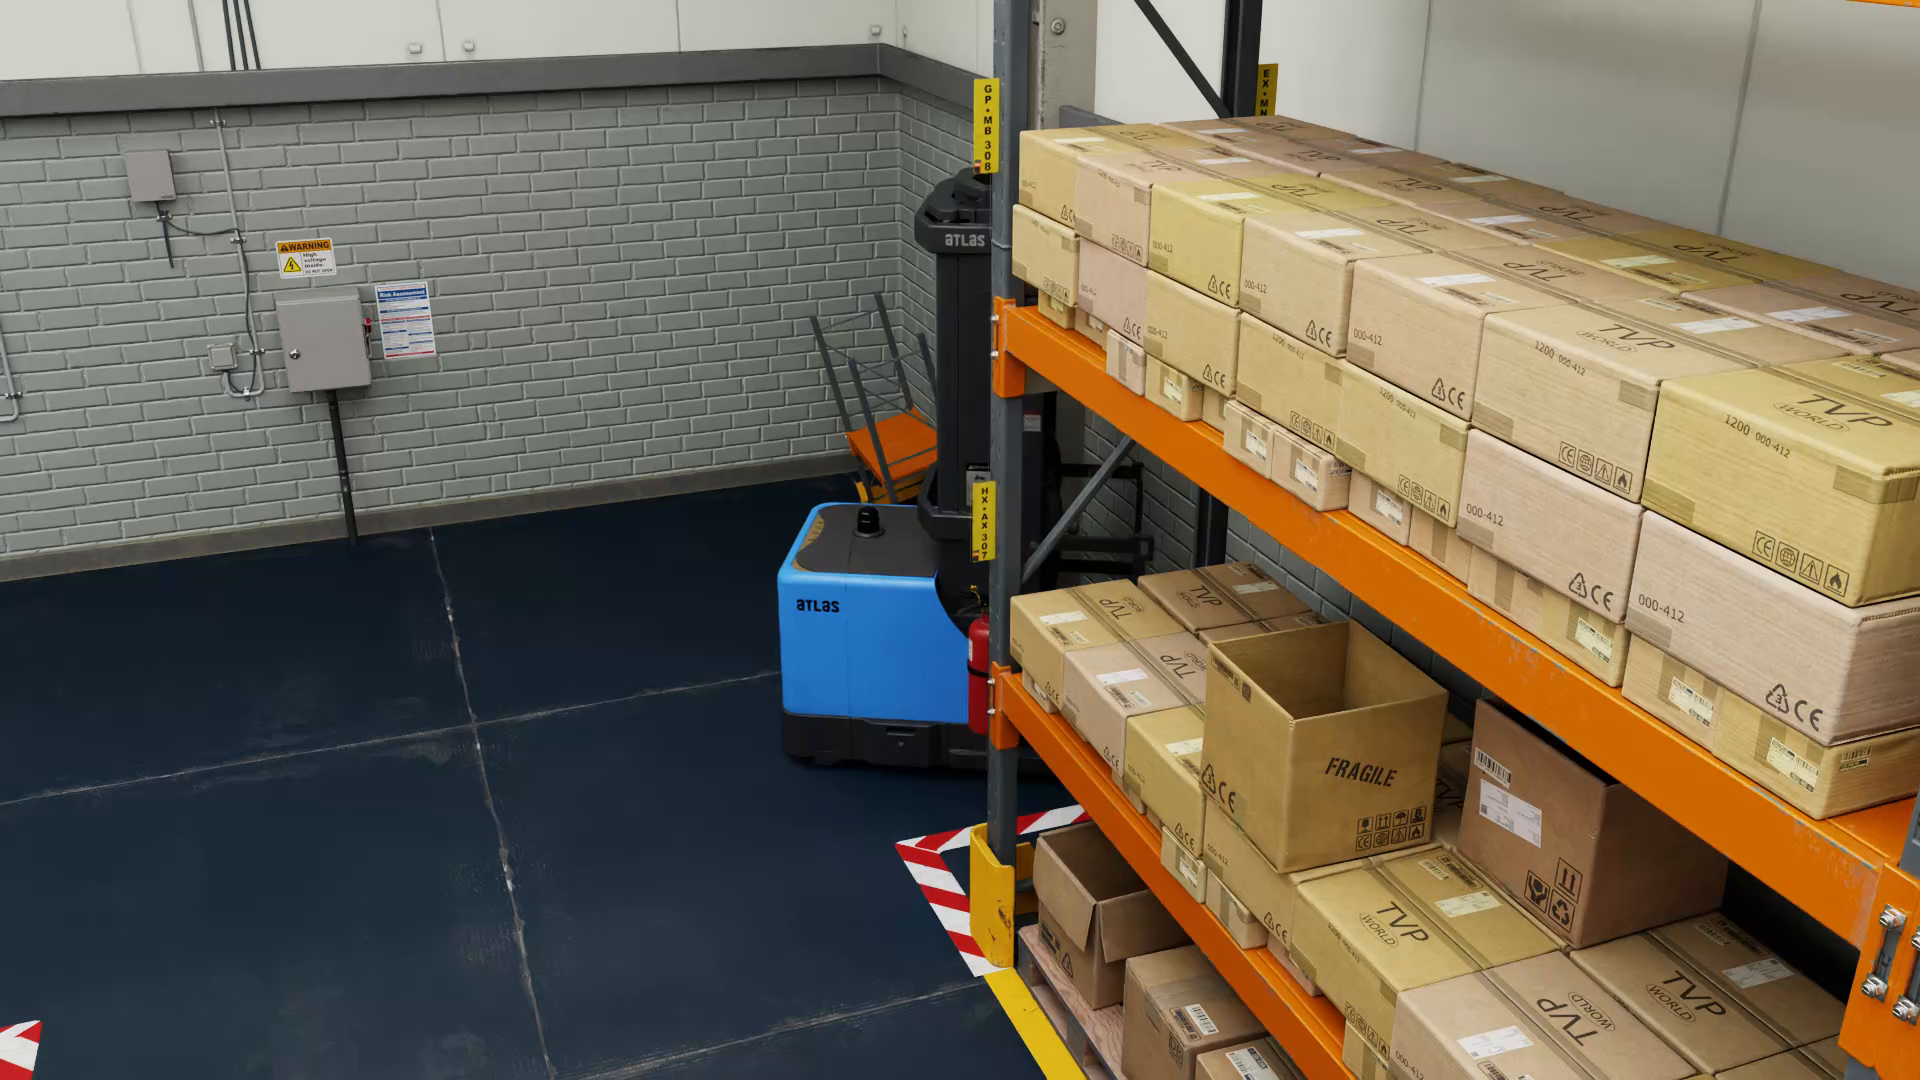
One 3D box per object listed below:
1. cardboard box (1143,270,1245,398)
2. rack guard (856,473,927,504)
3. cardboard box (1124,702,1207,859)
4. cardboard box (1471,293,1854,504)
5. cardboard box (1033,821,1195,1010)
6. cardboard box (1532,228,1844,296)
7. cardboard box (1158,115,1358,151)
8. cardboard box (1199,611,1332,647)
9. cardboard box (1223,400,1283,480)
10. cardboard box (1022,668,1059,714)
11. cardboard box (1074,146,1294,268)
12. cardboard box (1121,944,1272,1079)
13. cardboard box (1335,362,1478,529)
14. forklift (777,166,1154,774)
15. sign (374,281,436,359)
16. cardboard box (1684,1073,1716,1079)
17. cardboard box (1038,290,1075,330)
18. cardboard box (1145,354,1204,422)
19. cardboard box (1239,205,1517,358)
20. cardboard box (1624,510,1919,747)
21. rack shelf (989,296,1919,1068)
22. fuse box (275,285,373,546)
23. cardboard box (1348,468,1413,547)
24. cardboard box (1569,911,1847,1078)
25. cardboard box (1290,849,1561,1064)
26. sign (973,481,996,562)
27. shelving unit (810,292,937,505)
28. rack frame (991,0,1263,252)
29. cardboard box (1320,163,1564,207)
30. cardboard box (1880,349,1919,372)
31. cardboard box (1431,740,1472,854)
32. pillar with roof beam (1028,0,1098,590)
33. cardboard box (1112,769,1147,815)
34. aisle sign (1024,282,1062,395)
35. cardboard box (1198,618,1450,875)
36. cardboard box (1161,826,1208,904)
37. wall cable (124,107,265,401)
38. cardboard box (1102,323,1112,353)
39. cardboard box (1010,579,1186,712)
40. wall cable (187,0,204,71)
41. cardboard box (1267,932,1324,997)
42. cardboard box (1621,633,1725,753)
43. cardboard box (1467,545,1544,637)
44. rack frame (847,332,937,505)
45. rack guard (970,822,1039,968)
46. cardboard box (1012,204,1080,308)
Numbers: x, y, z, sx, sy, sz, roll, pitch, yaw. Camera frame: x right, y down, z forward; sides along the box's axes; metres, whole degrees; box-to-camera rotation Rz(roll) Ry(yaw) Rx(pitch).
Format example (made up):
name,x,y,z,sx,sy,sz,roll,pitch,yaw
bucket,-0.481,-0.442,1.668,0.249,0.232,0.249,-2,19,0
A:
name,x,y,z,sx,sy,sz,roll,pitch,yaw
cardboard box,0.873,-0.629,4.828,0.500,0.250,0.500,-9,25,-21
rack guard,-0.414,-0.372,11.624,0.587,0.250,0.087,-21,27,-10
cardboard box,0.873,0.754,5.409,0.500,0.250,0.500,-9,24,-20
cardboard box,1.426,-0.307,3.422,0.500,0.250,0.500,-9,24,-20
cardboard box,0.732,1.445,6.632,0.797,0.503,0.637,-9,25,-21
cardboard box,1.731,-0.563,4.029,0.500,0.250,0.500,-9,24,-20
cardboard box,1.022,-1.304,5.786,0.500,0.250,0.500,-9,24,-20
cardboard box,1.196,0.504,6.003,0.500,0.250,0.500,-8,24,-19
cardboard box,0.950,-0.295,4.550,0.380,0.149,0.250,-8,24,-19
cardboard box,0.464,0.526,6.463,0.380,0.149,0.250,-9,24,-19
cardboard box,0.688,-1.044,5.170,0.500,0.250,0.500,-9,24,-19
cardboard box,0.997,1.763,5.883,0.700,0.500,0.500,-7,24,-17
cardboard box,1.249,-0.260,3.952,0.500,0.250,0.500,-8,24,-18
forklift,0.641,-0.323,8.243,3.031,2.935,1.130,3,23,6
sign,-3.646,-1.444,10.937,0.329,0.494,0.001,-8,24,-19
cardboard box,1.609,1.487,3.670,0.500,0.250,0.500,-8,24,-18
cardboard box,0.499,-0.865,5.903,0.380,0.149,0.250,-8,24,-18
cardboard box,0.782,-0.479,4.987,0.380,0.149,0.250,-8,24,-19
cardboard box,1.068,-0.680,4.305,0.500,0.250,0.500,-8,24,-18
cardboard box,1.612,0.115,3.062,0.500,0.250,0.500,-8,24,-19
rack shelf,1.311,-0.071,4.620,1.077,0.370,4.000,-8,24,-19
fuse box,-4.035,-0.751,10.830,0.539,1.711,0.414,-8,24,-19
cardboard box,1.199,-0.120,4.134,0.380,0.149,0.250,-8,24,-18
cardboard box,1.911,1.240,4.255,0.500,0.250,0.500,-9,24,-19
cardboard box,1.255,1.124,4.531,0.500,0.250,0.500,-9,24,-19
sign,0.097,-0.071,6.442,0.100,0.325,0.005,-8,24,-19
shelving unit,-0.421,-0.726,10.907,0.587,1.500,1.083,-21,27,-10
rack frame,0.604,-2.511,5.622,1.000,3.000,0.127,-8,24,-19
cardboard box,1.397,-0.929,4.897,0.500,0.250,0.500,-8,24,-18
cardboard box,2.108,-0.193,3.150,0.500,0.250,0.500,-9,24,-20
cardboard box,1.551,0.874,5.124,0.500,0.250,0.500,-8,24,-19
pillar with roof beam,-3.533,-3.024,6.838,9.100,9.000,0.400,-8,24,-19
cardboard box,0.754,0.803,5.806,0.380,0.149,0.250,-8,24,-17
aisle sign,0.305,-0.929,6.245,0.394,0.787,0.004,-8,24,-19
cardboard box,1.043,0.587,4.841,0.500,0.500,0.500,-8,24,-18
cardboard box,0.872,1.001,5.336,0.380,0.149,0.250,-9,24,-20
wall cable,-4.729,-1.777,10.296,0.588,1.984,0.122,-8,24,-19
cardboard box,0.691,-0.678,5.459,0.380,0.149,0.250,-8,24,-19
cardboard box,0.512,0.387,6.280,0.500,0.250,0.500,-8,24,-19
wall cable,-5.607,-3.959,9.057,2.355,3.000,0.029,-8,24,-19
cardboard box,1.140,1.178,4.916,0.380,0.149,0.250,-8,24,-19
cardboard box,1.530,0.261,3.231,0.380,0.149,0.250,-8,24,-19
cardboard box,1.361,0.072,3.678,0.380,0.149,0.250,-8,24,-19
rack frame,-0.265,-0.535,10.452,0.500,1.500,0.032,-21,27,-10
rack guard,0.631,1.433,7.207,1.175,0.500,0.348,-8,24,-19
cardboard box,0.505,-0.998,5.704,0.500,0.250,0.500,-9,24,-20
